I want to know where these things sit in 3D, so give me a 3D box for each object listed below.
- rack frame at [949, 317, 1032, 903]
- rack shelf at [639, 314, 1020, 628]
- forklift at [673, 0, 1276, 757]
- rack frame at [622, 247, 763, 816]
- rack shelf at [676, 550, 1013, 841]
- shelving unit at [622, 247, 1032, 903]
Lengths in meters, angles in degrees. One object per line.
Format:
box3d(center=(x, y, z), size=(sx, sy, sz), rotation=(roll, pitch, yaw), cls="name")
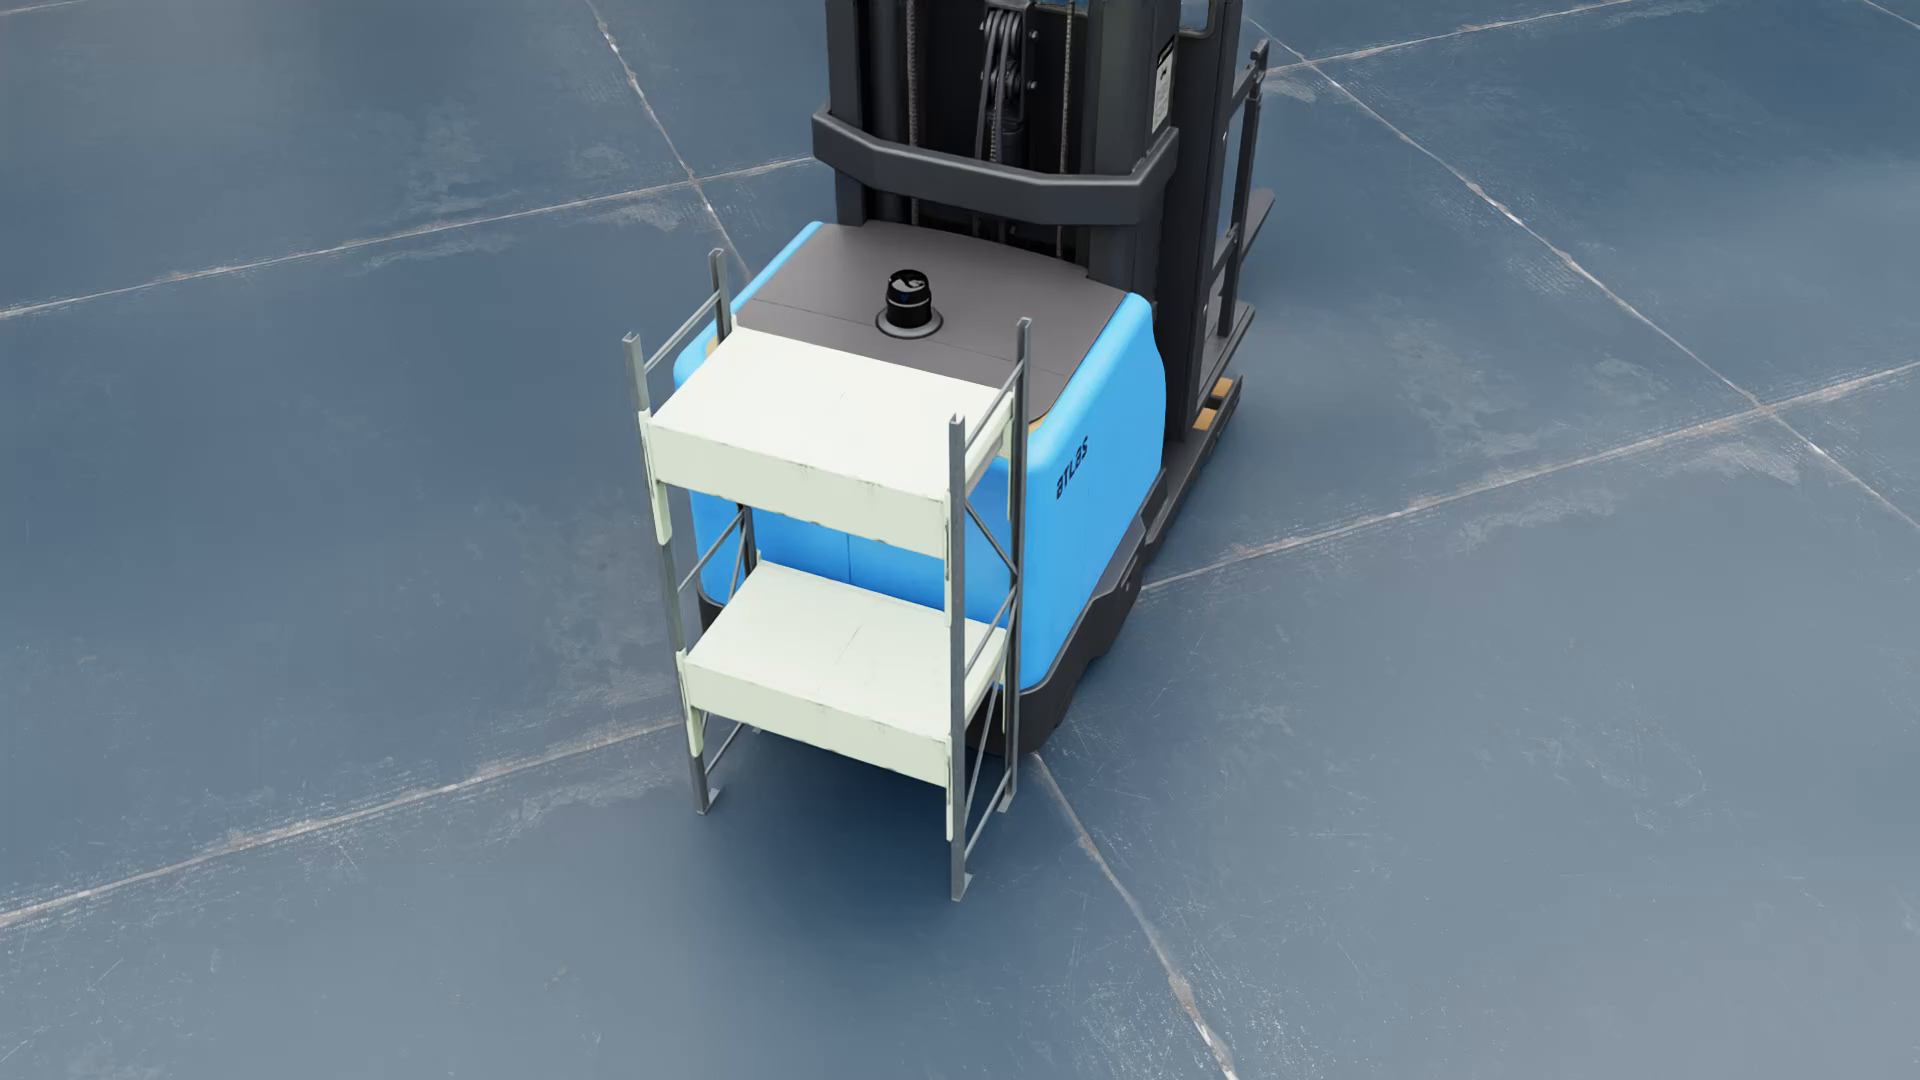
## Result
box3d(center=(0.065, 0.223, 3.841), size=(0.023, 1.500, 0.400), rotation=(15, 43, 17), cls="rack frame")
box3d(center=(-0.273, -0.165, 3.693), size=(0.720, 0.370, 0.431), rotation=(15, 43, 17), cls="rack shelf")
box3d(center=(0.317, -1.493, 4.738), size=(1.130, 2.935, 3.031), rotation=(16, 43, 18), cls="forklift")
box3d(center=(-0.611, 0.039, 4.054), size=(0.023, 1.500, 0.400), rotation=(15, 43, 17), cls="rack frame")
box3d(center=(-0.273, 0.378, 4.160), size=(0.720, 0.370, 0.431), rotation=(15, 43, 17), cls="rack shelf")
box3d(center=(-0.273, 0.131, 3.948), size=(0.755, 1.500, 0.431), rotation=(15, 43, 17), cls="shelving unit")
